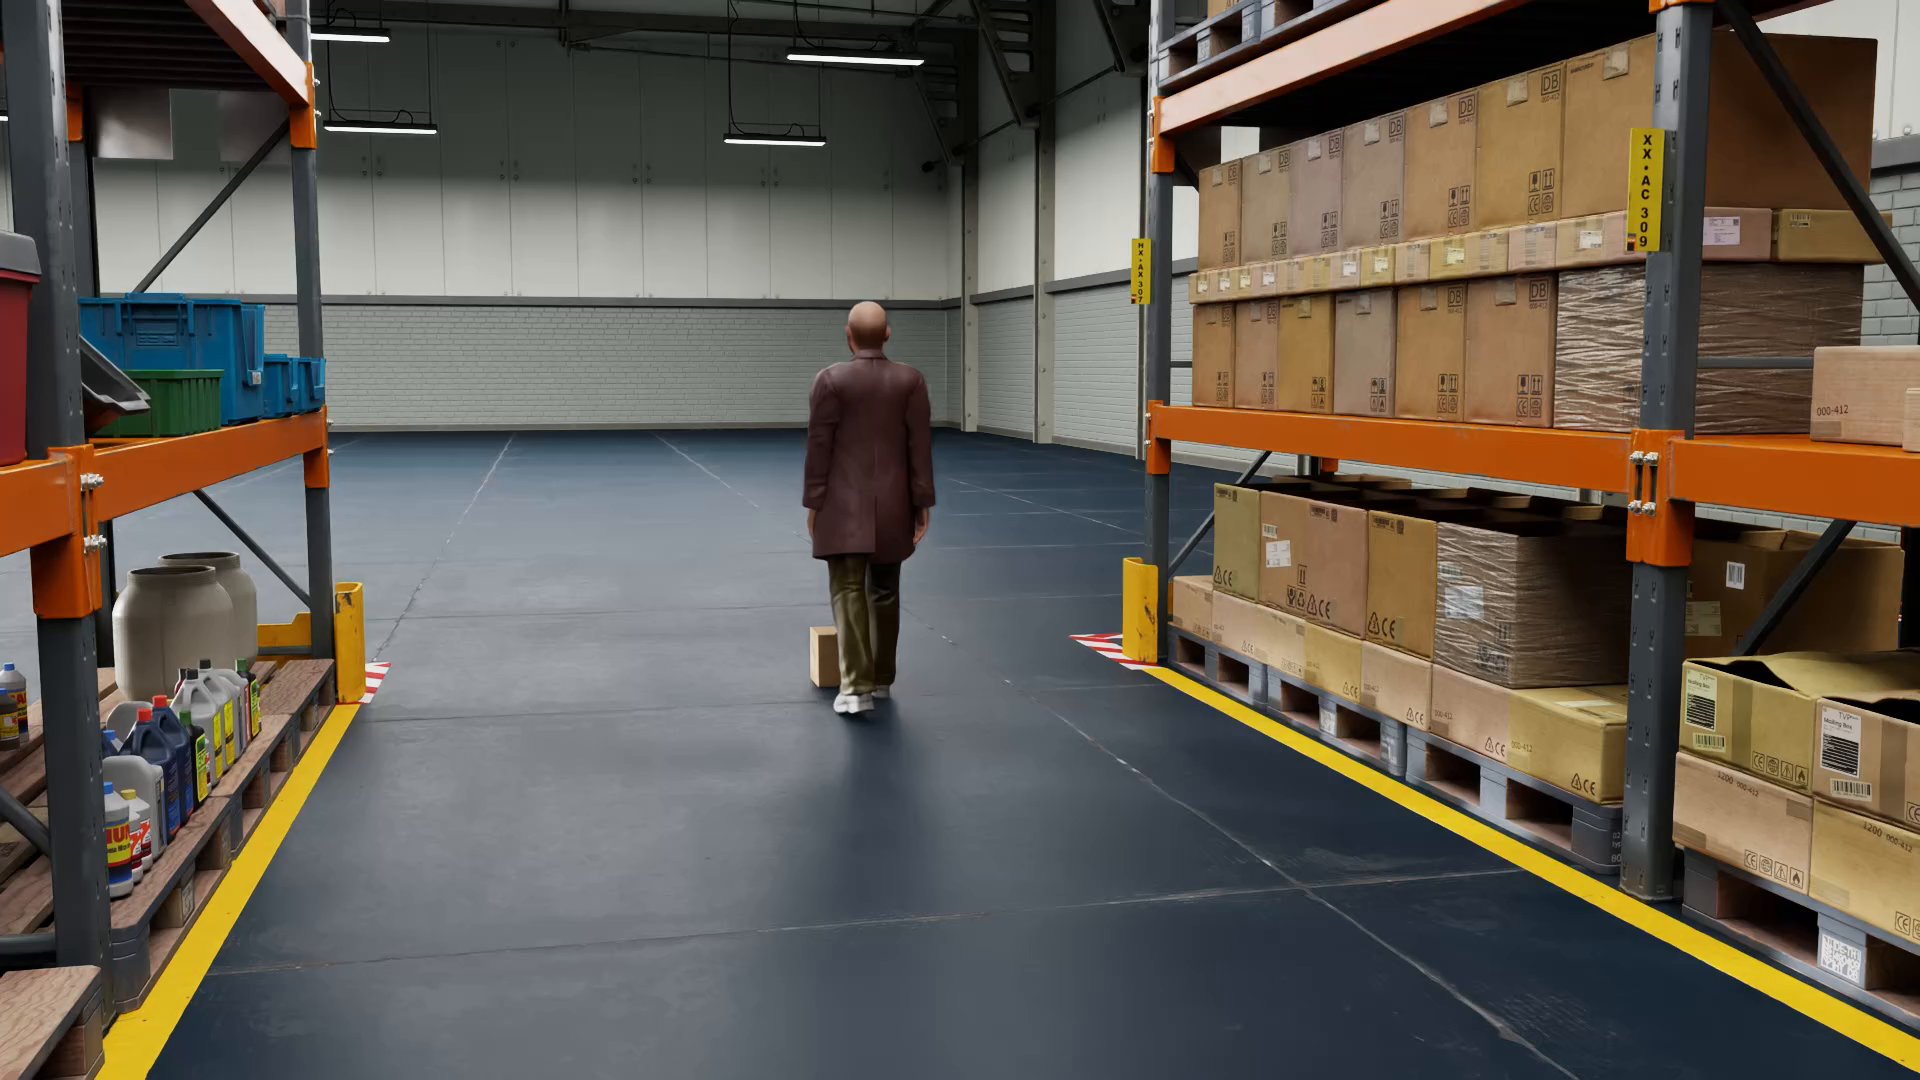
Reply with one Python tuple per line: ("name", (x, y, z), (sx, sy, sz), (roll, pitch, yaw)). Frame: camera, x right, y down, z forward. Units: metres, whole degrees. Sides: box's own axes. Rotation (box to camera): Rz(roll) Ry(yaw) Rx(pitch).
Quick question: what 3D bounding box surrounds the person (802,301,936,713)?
("person", (-0.425, -0.153, 7.314), (0.593, 1.771, 0.827), (-2, 6, -21))
